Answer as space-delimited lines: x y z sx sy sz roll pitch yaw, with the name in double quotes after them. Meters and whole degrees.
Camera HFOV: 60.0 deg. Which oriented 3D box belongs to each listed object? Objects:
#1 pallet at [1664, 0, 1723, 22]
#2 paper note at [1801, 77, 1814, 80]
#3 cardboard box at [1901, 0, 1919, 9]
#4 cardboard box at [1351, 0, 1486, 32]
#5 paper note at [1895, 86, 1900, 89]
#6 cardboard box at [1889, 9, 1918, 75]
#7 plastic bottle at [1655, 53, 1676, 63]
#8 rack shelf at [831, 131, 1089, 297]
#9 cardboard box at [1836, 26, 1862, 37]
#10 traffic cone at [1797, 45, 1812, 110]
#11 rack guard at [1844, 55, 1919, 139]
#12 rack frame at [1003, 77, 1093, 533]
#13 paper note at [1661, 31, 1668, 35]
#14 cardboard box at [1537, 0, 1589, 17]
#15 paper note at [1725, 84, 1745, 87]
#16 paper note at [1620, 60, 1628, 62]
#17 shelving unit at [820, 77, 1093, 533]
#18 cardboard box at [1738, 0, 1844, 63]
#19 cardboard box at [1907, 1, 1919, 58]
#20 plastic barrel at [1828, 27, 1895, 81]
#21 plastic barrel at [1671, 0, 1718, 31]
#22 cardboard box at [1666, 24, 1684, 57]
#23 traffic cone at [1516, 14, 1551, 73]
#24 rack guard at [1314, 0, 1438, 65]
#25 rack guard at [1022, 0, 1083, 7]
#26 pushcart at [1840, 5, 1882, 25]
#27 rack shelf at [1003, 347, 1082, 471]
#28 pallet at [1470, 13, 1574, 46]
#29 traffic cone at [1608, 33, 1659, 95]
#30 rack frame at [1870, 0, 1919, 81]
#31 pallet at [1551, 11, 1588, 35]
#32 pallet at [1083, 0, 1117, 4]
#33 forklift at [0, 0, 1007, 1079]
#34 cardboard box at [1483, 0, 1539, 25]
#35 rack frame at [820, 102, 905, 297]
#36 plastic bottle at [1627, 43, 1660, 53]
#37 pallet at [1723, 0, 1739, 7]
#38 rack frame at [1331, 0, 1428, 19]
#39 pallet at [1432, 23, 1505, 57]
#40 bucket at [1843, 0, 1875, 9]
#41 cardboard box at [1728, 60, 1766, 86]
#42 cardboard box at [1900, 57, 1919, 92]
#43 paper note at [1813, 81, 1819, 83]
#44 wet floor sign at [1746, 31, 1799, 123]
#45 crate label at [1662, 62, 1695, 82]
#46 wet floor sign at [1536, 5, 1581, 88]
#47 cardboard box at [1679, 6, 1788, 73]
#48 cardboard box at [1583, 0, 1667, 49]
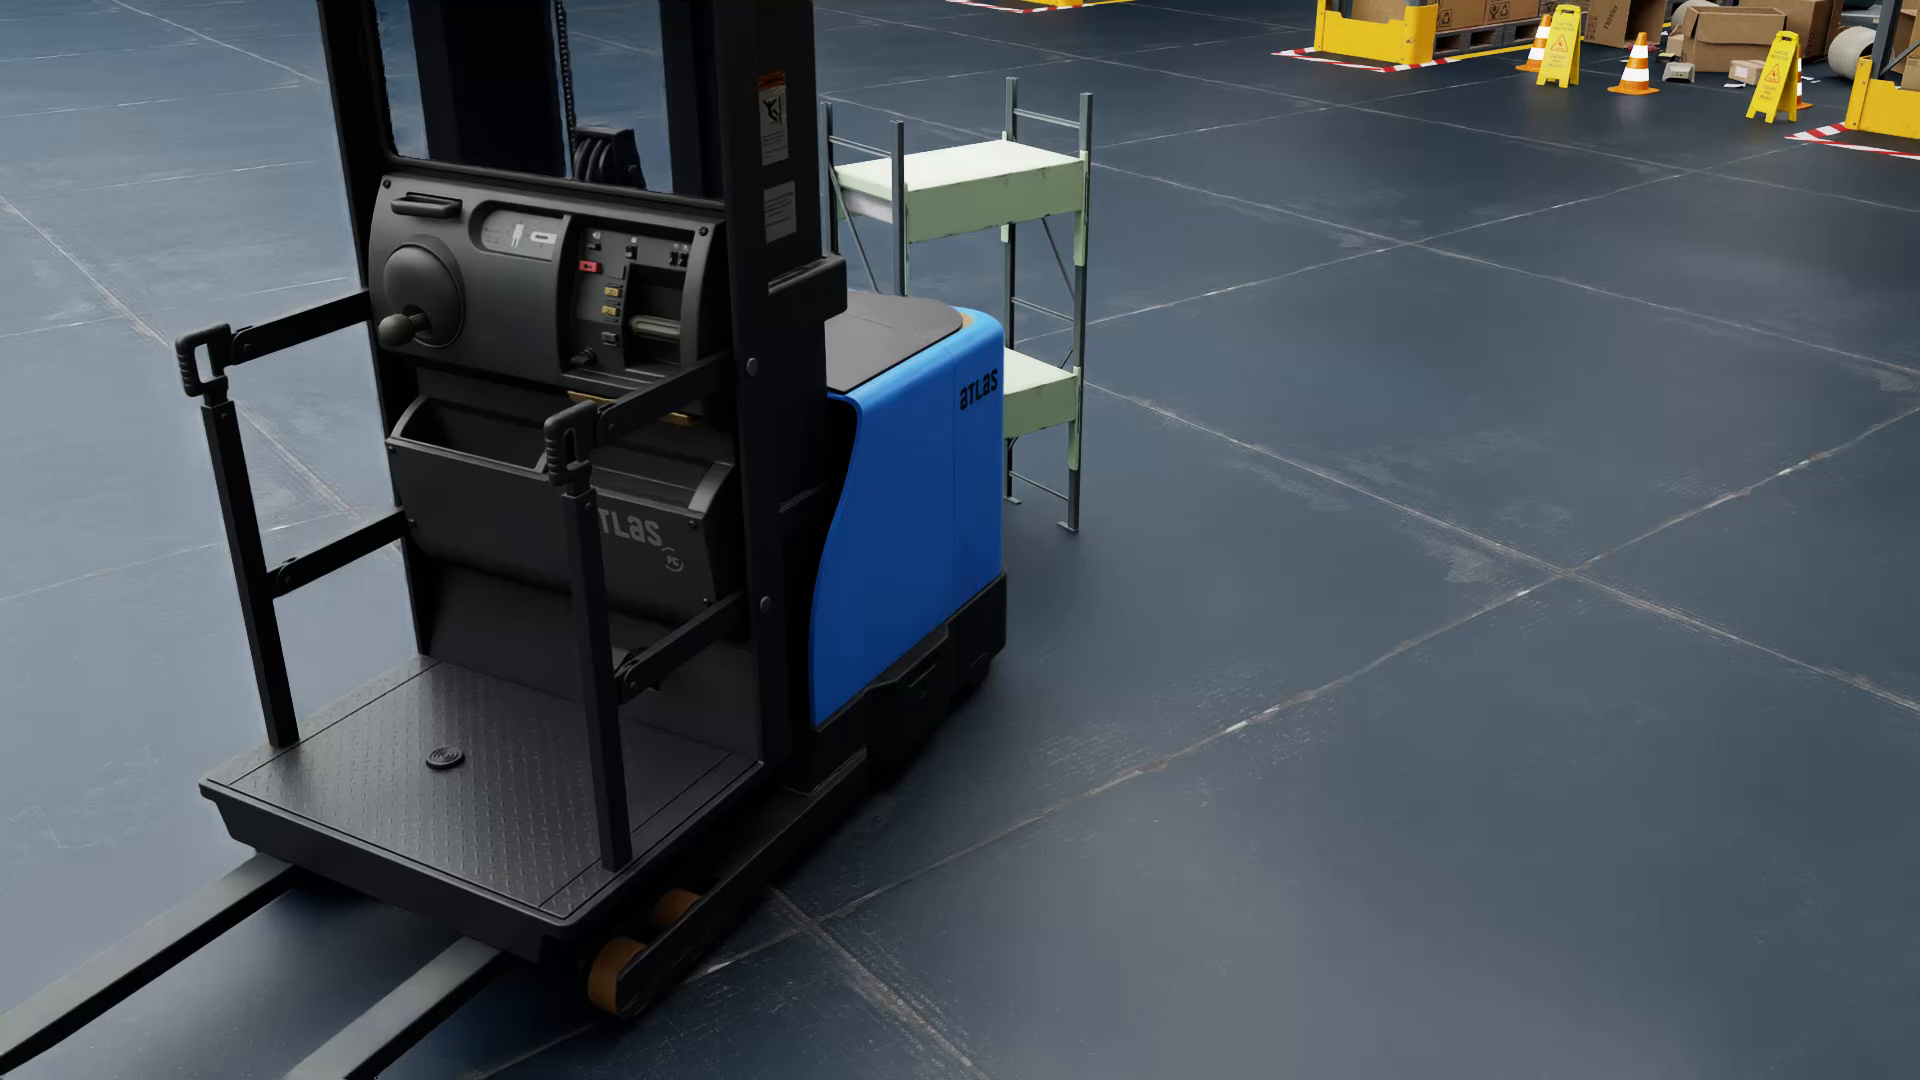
7.551 -5.869 18.144 1.213 0.211 1.003 -18 31 -34 "pallet"
7.253 -3.979 14.302 0.142 0.019 0.148 -8 26 -16 "paper note"
9.002 -5.086 15.216 0.500 0.500 0.500 -18 31 -34 "cardboard box"
4.336 -5.294 15.618 0.875 0.875 0.875 -18 30 -34 "cardboard box"
7.780 -3.781 13.860 0.142 0.019 0.148 15 29 29 "paper note"
8.442 -4.334 14.492 0.500 0.500 0.500 1 25 2 "cardboard box"
6.435 -4.396 15.149 0.133 0.061 0.283 15 29 29 "plastic bottle"
-0.005 -1.033 5.266 0.720 0.370 0.431 -18 31 -34 "rack shelf"
8.159 -4.554 15.247 0.258 0.266 0.396 5 25 11 "cardboard box"
6.519 -3.644 13.052 0.334 0.463 0.336 -18 31 -34 "traffic cone"
7.036 -3.141 11.925 0.348 0.500 1.175 -18 31 -34 "rack guard"
0.283 -0.774 5.635 0.023 1.500 0.400 -18 31 -34 "rack frame"
7.020 -5.087 16.674 0.147 0.020 0.142 5 25 11 "paper note"
5.745 -5.759 16.621 0.875 0.875 0.875 -18 30 -34 "cardboard box"
6.492 -3.814 13.931 0.148 0.019 0.142 15 29 29 "paper note"
6.091 -4.356 15.101 0.142 0.017 0.144 -8 26 -16 "paper note"
-0.005 -0.679 5.431 0.755 1.500 0.431 -18 31 -34 "shelving unit"
7.527 -4.725 15.173 0.503 0.637 0.797 -18 31 -34 "cardboard box"
7.446 -3.833 12.323 0.500 0.500 0.500 -18 30 -34 "cardboard box"
7.668 -4.125 14.135 0.421 0.421 0.512 1 25 2 "plastic barrel"
7.044 -4.937 15.884 0.421 0.421 0.512 1 25 2 "plastic barrel"
6.774 -4.611 15.371 0.258 0.266 0.396 -13 28 -25 "cardboard box"
5.137 -4.386 14.651 0.334 0.463 0.336 -18 31 -34 "traffic cone"
3.824 -4.729 15.346 0.348 0.500 1.175 -18 31 -34 "rack guard"
0.921 -6.424 18.999 0.348 0.500 1.175 -18 31 -34 "rack guard"
8.678 -4.847 15.746 1.648 0.377 0.936 15 29 29 "pushcart"
-0.005 -0.383 5.568 0.720 0.370 0.431 -18 31 -34 "rack shelf"
5.383 -5.153 16.602 1.213 0.211 1.003 -18 31 -34 "pallet"
5.567 -3.923 13.654 0.334 0.463 0.336 -18 31 -34 "traffic cone"
6.977 -4.255 11.356 0.127 3.000 1.000 -18 31 -34 "rack frame"
6.344 -5.472 17.289 1.213 0.211 1.003 -18 31 -34 "pallet"
1.583 -6.493 19.489 1.213 0.211 1.003 -18 31 -34 "pallet"
-1.016 -0.529 3.408 1.130 2.935 3.031 13 28 26 "forklift"
5.027 -5.523 16.112 0.875 0.875 0.875 -19 31 -35 "cardboard box"
-0.293 -0.583 5.226 0.023 1.500 0.400 -18 31 -34 "rack frame"
6.452 -4.636 15.667 0.283 0.061 0.133 15 29 29 "plastic bottle"
8.512 -6.187 18.831 1.213 0.211 1.003 -18 31 -34 "pallet"
3.843 -5.869 14.833 0.127 3.000 1.000 -18 31 -34 "rack frame"
4.424 -4.838 15.923 1.213 0.211 1.003 -18 31 -34 "pallet"
8.306 -5.314 15.719 0.620 0.611 0.726 2 23 -21 "bucket"
6.761 -3.972 14.131 0.250 0.149 0.380 -3 25 -7 "cardboard box"
7.466 -3.504 12.504 0.500 0.250 0.500 -18 31 -34 "cardboard box"
7.278 -3.898 14.136 0.123 0.001 0.032 -18 31 -34 "paper note"
6.167 -3.493 12.509 0.232 0.644 0.267 -8 26 -16 "wet floor sign"
6.147 -4.000 14.207 0.250 0.136 0.298 10 27 20 "crate label"
5.042 -4.138 13.899 0.267 0.644 0.232 21 32 37 "wet floor sign"
6.797 -4.418 14.672 0.797 0.503 0.637 5 25 11 "cardboard box"
6.402 -5.032 15.996 0.500 0.500 0.500 -13 28 -25 "cardboard box"
